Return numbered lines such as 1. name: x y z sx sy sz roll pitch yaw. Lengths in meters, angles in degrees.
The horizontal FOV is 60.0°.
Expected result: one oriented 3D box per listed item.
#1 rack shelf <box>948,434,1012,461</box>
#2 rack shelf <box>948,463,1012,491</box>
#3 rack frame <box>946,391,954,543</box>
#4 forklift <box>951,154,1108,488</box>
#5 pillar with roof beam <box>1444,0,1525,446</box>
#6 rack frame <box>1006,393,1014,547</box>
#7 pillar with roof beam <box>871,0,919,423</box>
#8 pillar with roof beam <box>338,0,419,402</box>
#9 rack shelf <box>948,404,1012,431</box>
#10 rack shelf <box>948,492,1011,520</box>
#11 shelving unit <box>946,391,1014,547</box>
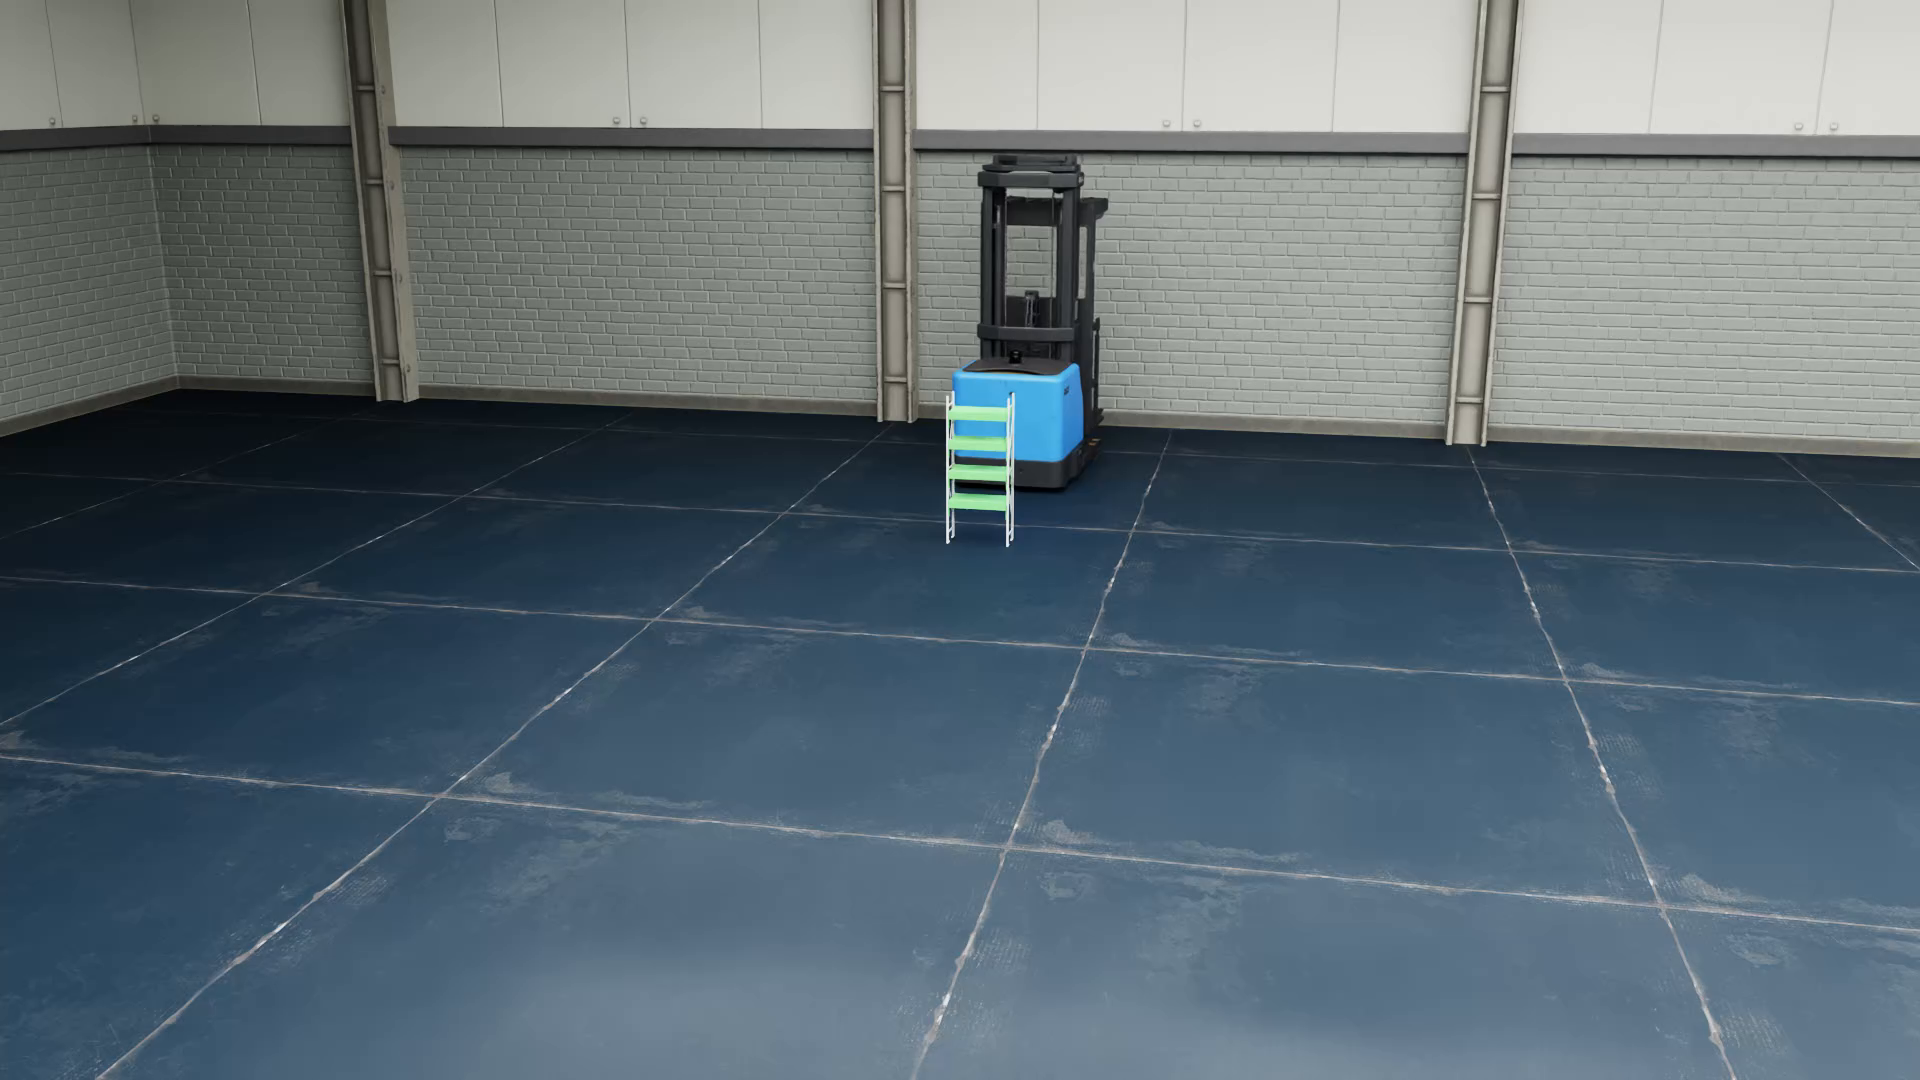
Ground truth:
1. rack shelf: 0.162 -0.739 13.253 0.480 0.148 0.258 3 16 11
2. rack shelf: 0.162 -0.508 13.317 0.480 0.148 0.258 3 16 11
3. rack frame: -0.077 -0.582 13.347 0.015 1.200 0.240 3 16 11
4. forklift: 0.795 -2.228 16.044 1.130 2.935 3.031 4 16 15
5. pillar with roof beam: 4.341 -4.217 11.858 0.400 9.000 9.100 3 16 11
6. rack frame: 0.401 -0.556 13.253 0.015 1.200 0.240 3 16 11
7. pillar with roof beam: -1.539 -4.536 13.010 0.400 9.000 9.100 3 16 11
8. pillar with roof beam: -7.418 -4.855 14.163 0.400 9.000 9.100 3 16 11
9. rack shelf: 0.162 -0.970 13.189 0.480 0.148 0.258 3 16 11
10. rack shelf: 0.162 -0.277 13.381 0.480 0.148 0.258 3 16 11
11. shelving unit: 0.162 -0.569 13.300 0.503 1.200 0.258 3 16 11
